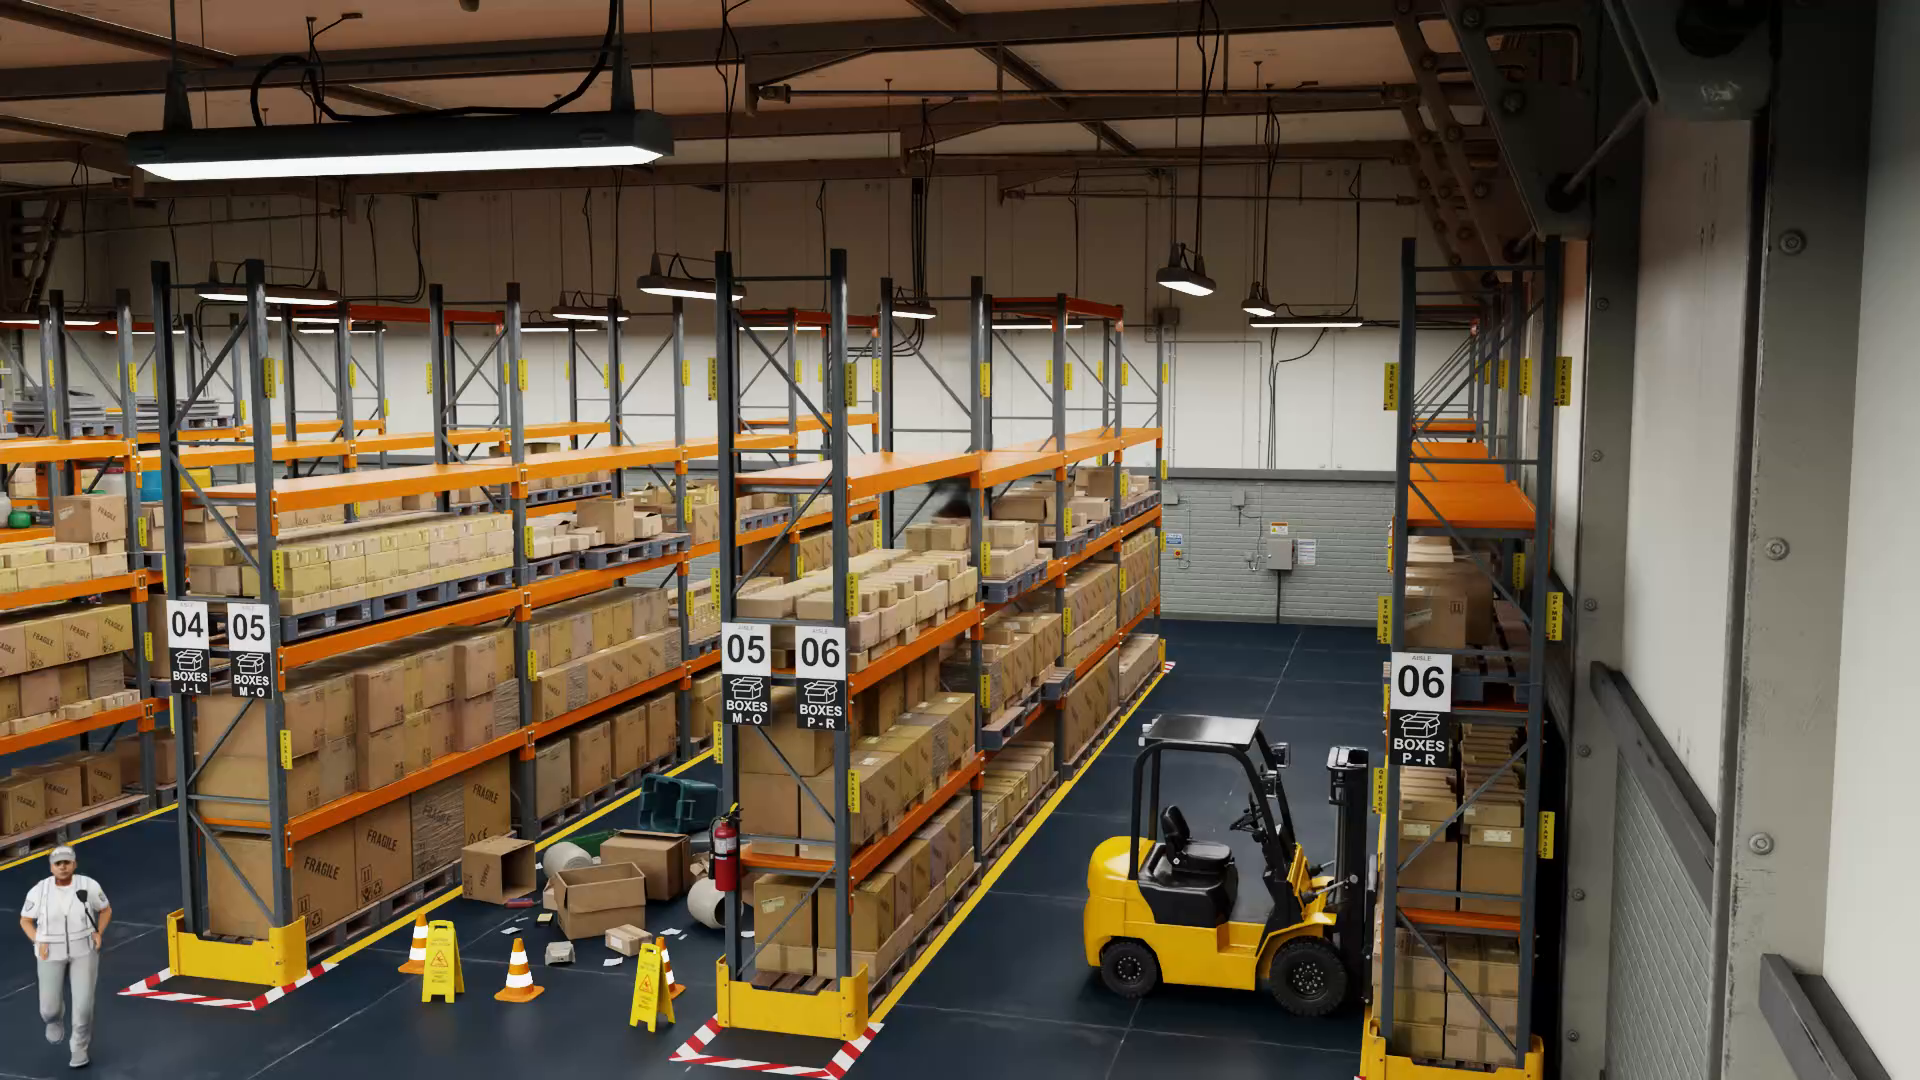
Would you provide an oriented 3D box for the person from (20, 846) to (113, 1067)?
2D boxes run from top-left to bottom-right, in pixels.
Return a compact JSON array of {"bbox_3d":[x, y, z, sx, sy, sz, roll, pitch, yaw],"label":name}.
[{"bbox_3d":[-6.619,3.059,12.354,0.605,1.615,0.578,-3,7,-29],"label":"person"}]
